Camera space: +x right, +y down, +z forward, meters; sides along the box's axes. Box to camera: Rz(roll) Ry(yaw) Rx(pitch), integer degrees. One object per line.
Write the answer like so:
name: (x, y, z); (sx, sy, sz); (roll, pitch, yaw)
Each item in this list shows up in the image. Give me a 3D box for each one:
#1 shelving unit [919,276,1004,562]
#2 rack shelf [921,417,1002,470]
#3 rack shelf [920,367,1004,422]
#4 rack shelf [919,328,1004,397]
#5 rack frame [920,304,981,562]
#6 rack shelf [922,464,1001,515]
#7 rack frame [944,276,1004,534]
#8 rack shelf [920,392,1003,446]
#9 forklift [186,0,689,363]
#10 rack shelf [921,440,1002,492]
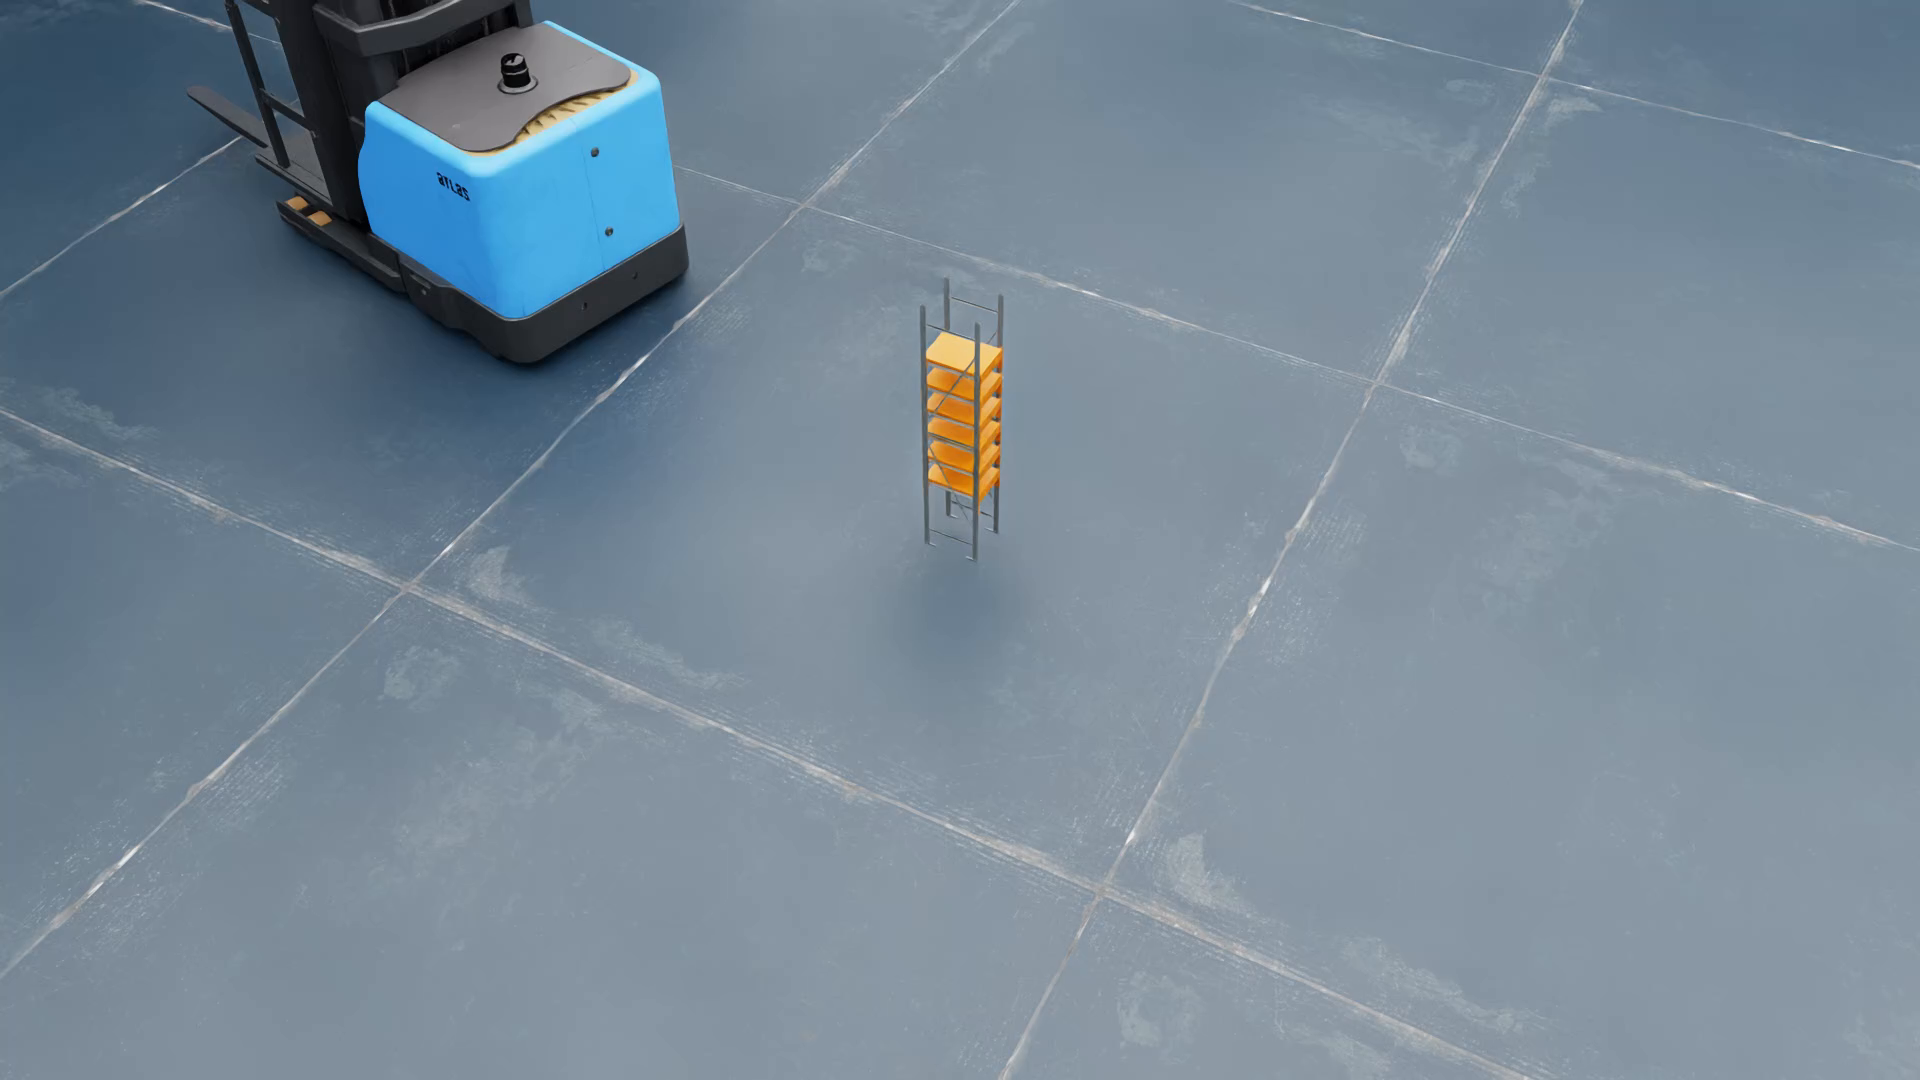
shelving unit: (0.007, -0.431, 6.332); (0.258, 1.200, 0.189); (20, 49, 19)
rack shelf: (0.007, -0.400, 6.364); (0.258, 0.103, 0.180); (20, 49, 19)
rack shelf: (0.007, -0.568, 6.193); (0.258, 0.103, 0.180); (20, 49, 19)
rack shelf: (0.007, -0.653, 6.108); (0.258, 0.103, 0.180); (20, 49, 19)
rack frame: (-0.036, -0.373, 6.275); (0.240, 1.200, 0.006); (20, 49, 19)
rack shelf: (0.007, -0.231, 6.535); (0.258, 0.103, 0.180); (20, 49, 19)
rack frame: (0.049, -0.489, 6.389); (0.240, 1.200, 0.006); (20, 49, 19)
rack shelf: (0.007, -0.484, 6.279); (0.258, 0.103, 0.180); (20, 49, 19)
forklift: (-2.736, -2.727, 7.385); (3.031, 2.935, 1.130); (32, 53, 28)
rack shelf: (0.007, -0.315, 6.449); (0.258, 0.103, 0.180); (20, 49, 19)
